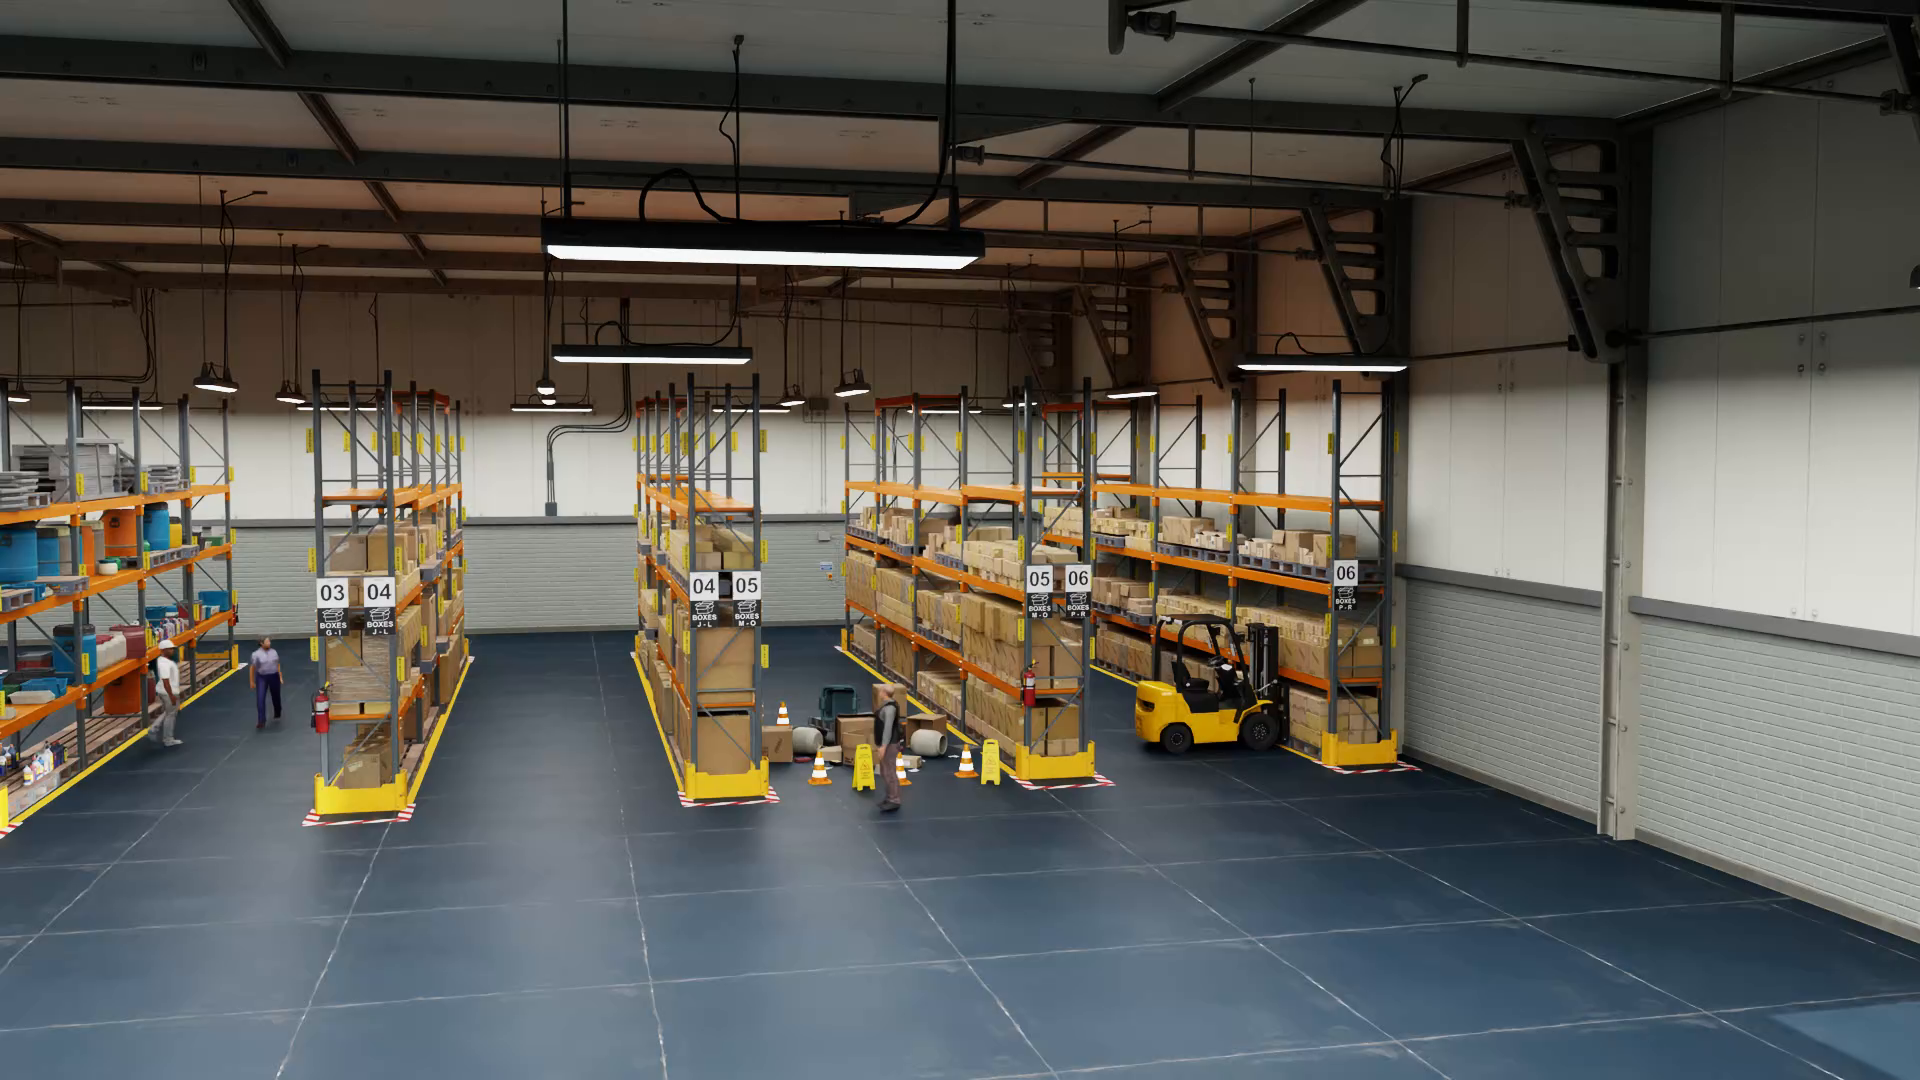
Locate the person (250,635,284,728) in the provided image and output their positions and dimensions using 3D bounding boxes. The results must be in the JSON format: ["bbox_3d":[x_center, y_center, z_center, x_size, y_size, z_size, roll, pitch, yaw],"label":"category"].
[{"bbox_3d":[-12.334,2.501,29.592,0.555,1.573,0.952,-1,3,-19],"label":"person"}]

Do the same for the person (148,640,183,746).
[{"bbox_3d":[-13.106,2.526,27.462,0.579,1.763,0.525,3,4,42],"label":"person"}]

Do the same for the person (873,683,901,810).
[{"bbox_3d":[-1.002,2.832,22.791,0.387,1.750,0.577,0,3,-8],"label":"person"}]
